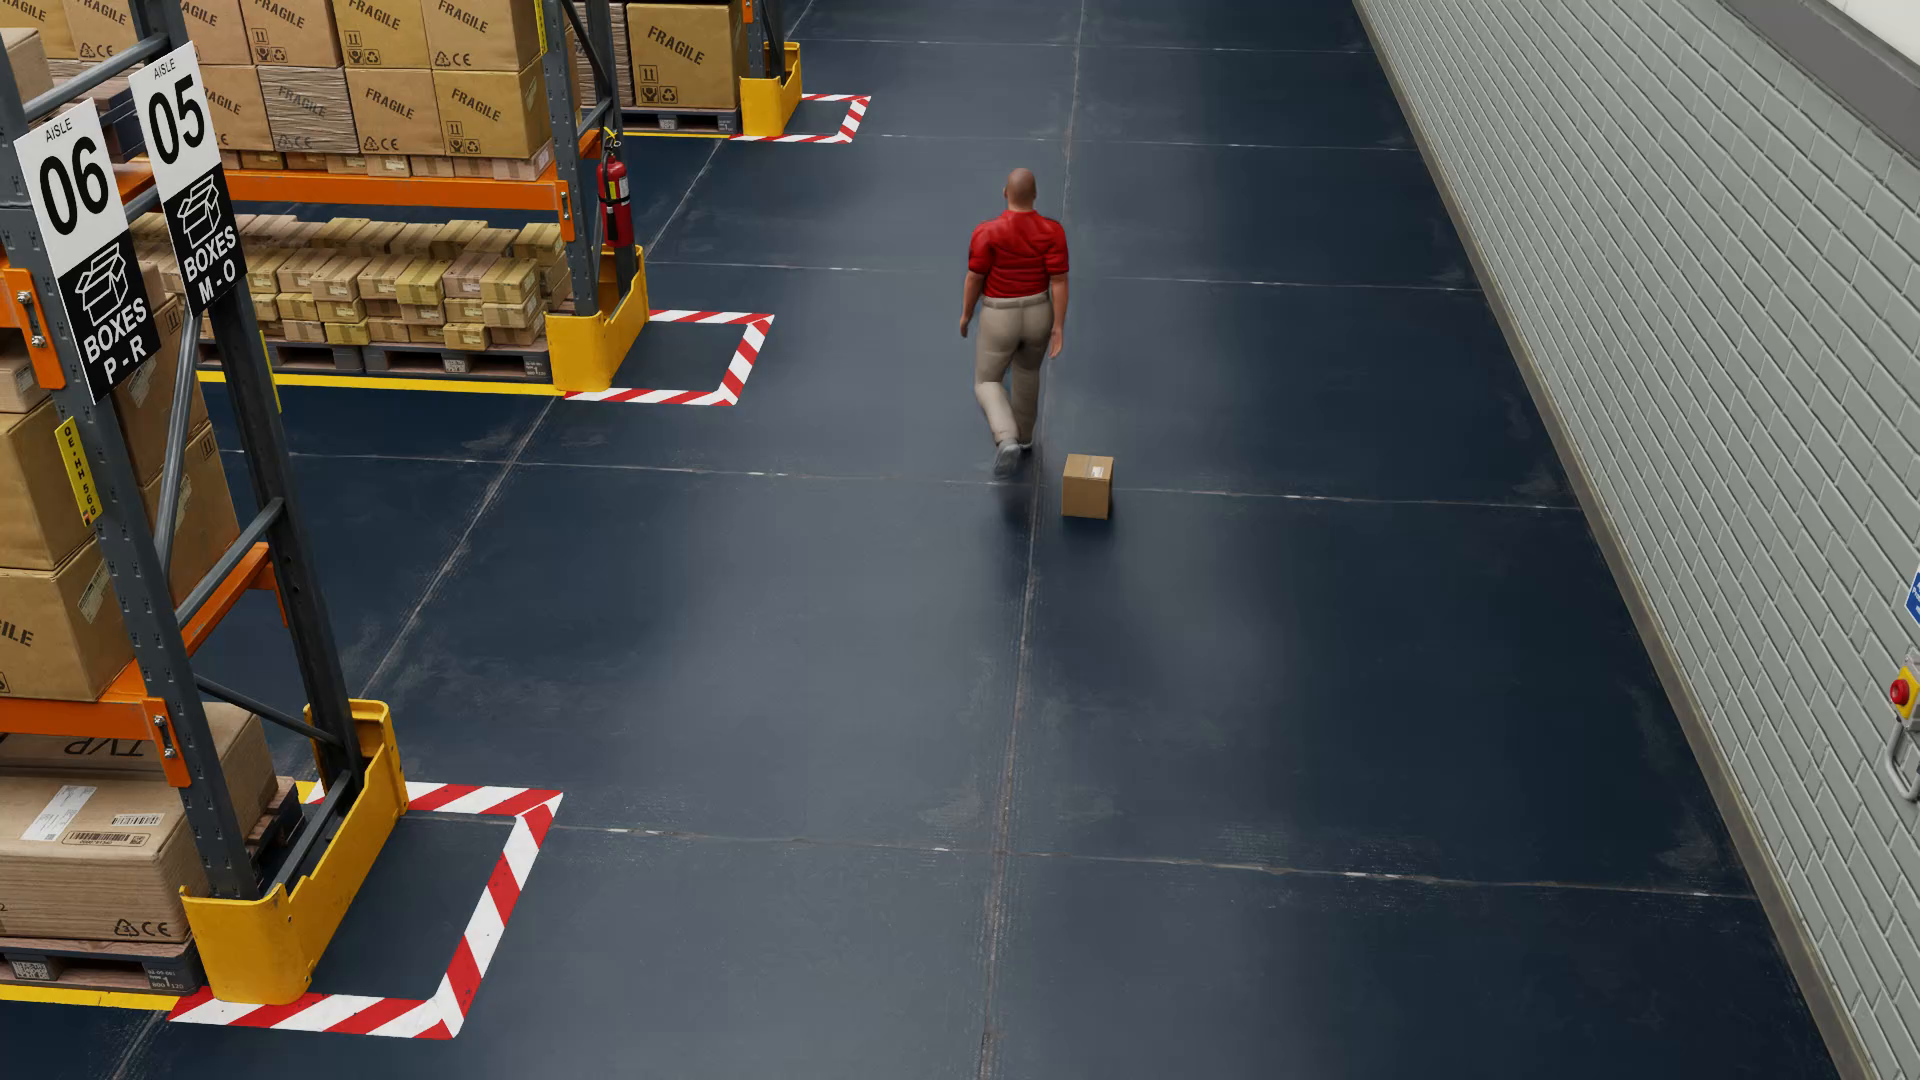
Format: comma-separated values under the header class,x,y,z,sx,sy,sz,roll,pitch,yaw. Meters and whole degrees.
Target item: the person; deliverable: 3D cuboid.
class,x,y,z,sx,sy,sz,roll,pitch,yaw
person,0.304,-1.182,9.028,0.546,1.696,0.831,-7,32,-10
